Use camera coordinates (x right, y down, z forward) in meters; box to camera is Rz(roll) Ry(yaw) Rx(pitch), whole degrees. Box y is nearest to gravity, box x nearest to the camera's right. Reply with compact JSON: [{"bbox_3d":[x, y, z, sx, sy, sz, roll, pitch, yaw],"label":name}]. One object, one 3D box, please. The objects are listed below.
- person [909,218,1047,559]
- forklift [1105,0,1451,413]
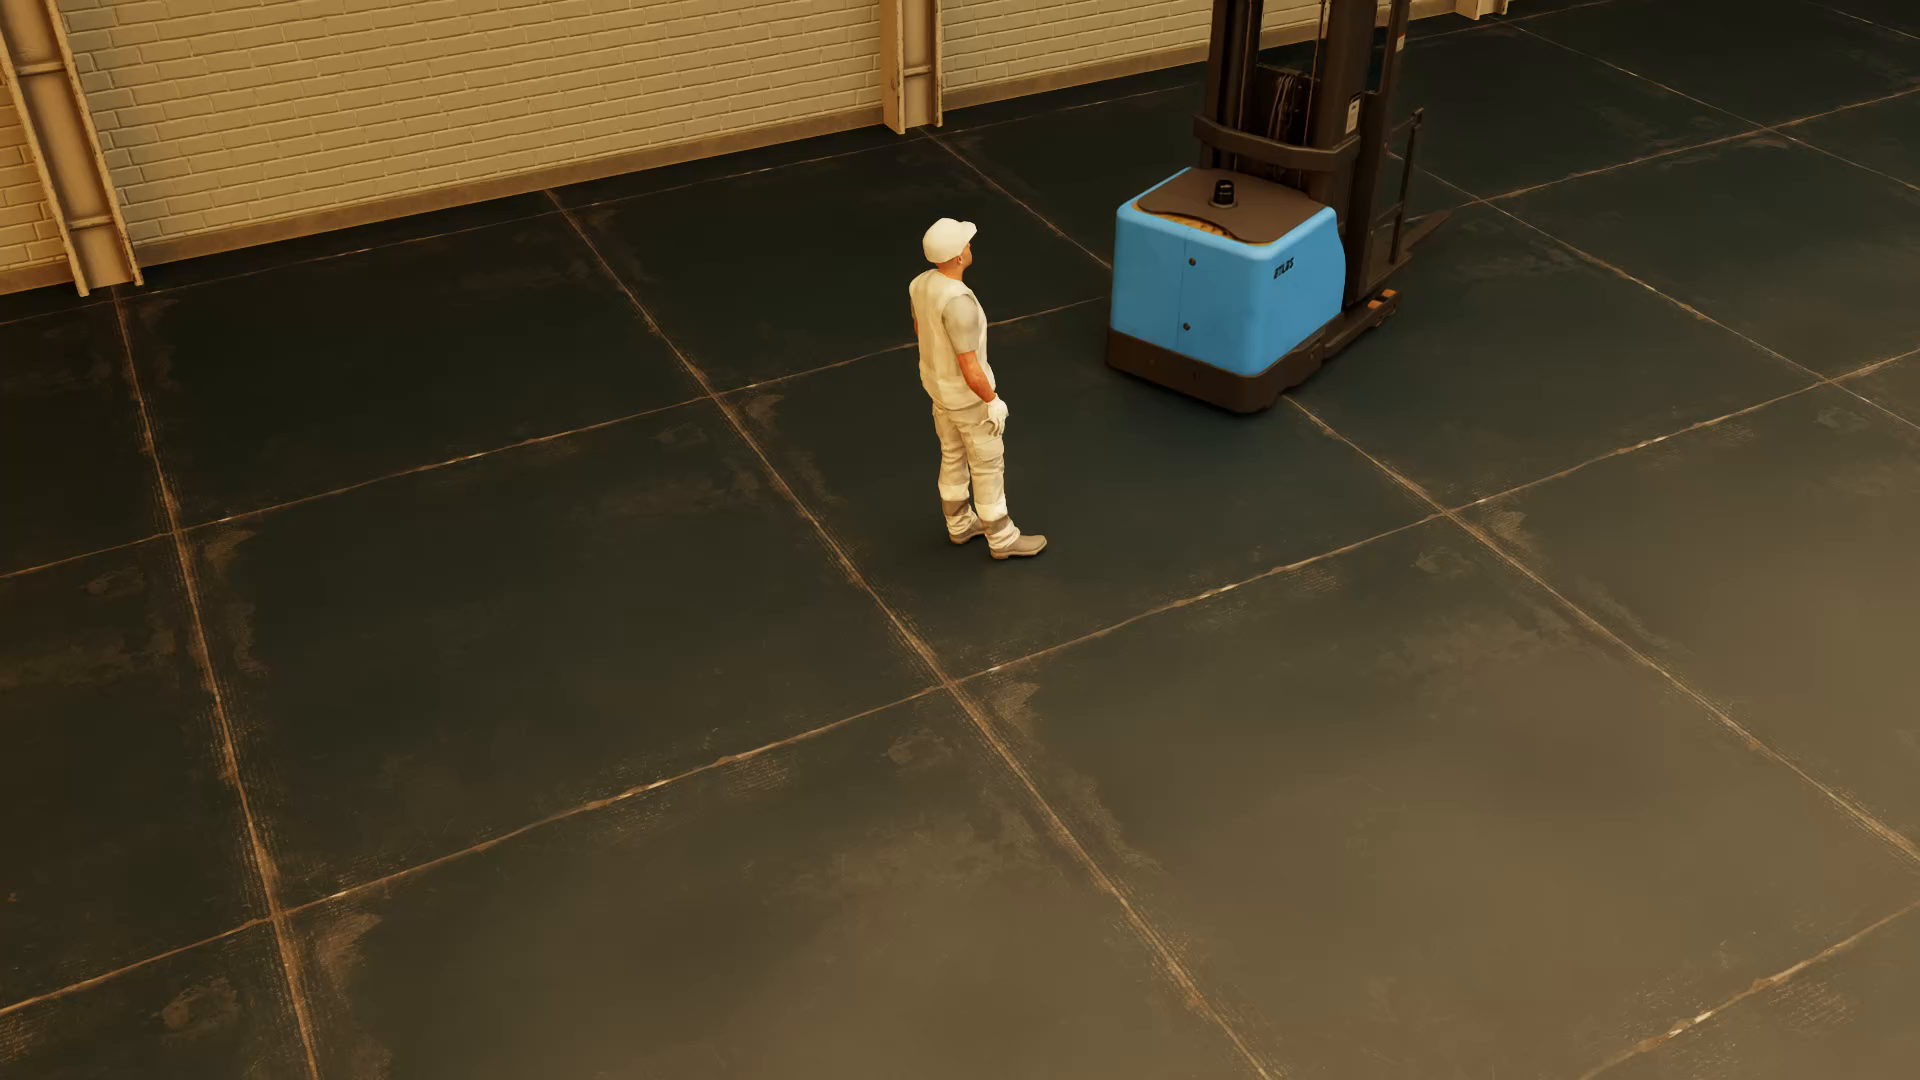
[{"bbox_3d":[0.076,-0.752,8.164,0.564,1.787,0.638,-17,39,-23],"label":"person"},{"bbox_3d":[2.190,-2.715,9.963,1.130,2.935,3.031,25,42,31],"label":"forklift"}]
